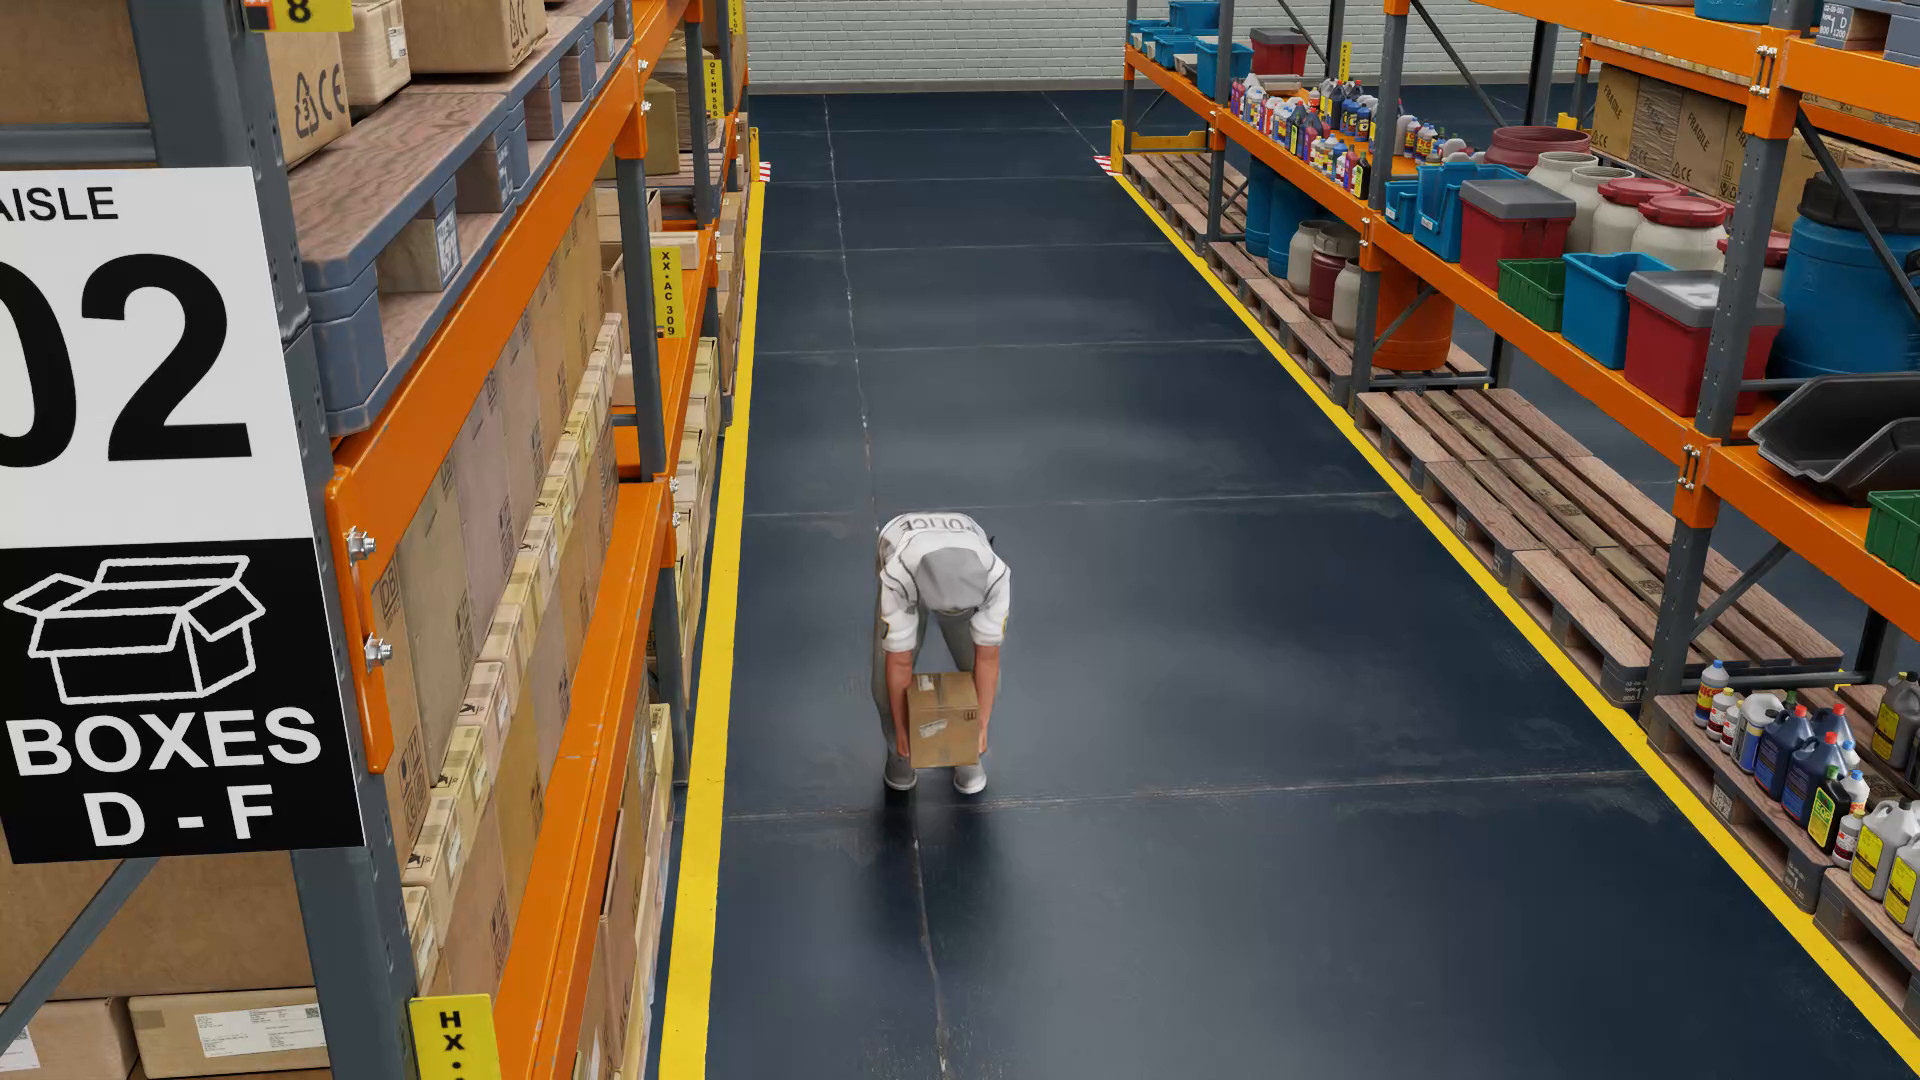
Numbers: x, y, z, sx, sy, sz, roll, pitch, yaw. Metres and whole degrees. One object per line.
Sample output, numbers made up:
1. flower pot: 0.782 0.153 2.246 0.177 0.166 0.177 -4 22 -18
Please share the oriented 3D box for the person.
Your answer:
1. person: -0.081 0.449 6.238 0.511 1.215 1.021 -2 24 -4
